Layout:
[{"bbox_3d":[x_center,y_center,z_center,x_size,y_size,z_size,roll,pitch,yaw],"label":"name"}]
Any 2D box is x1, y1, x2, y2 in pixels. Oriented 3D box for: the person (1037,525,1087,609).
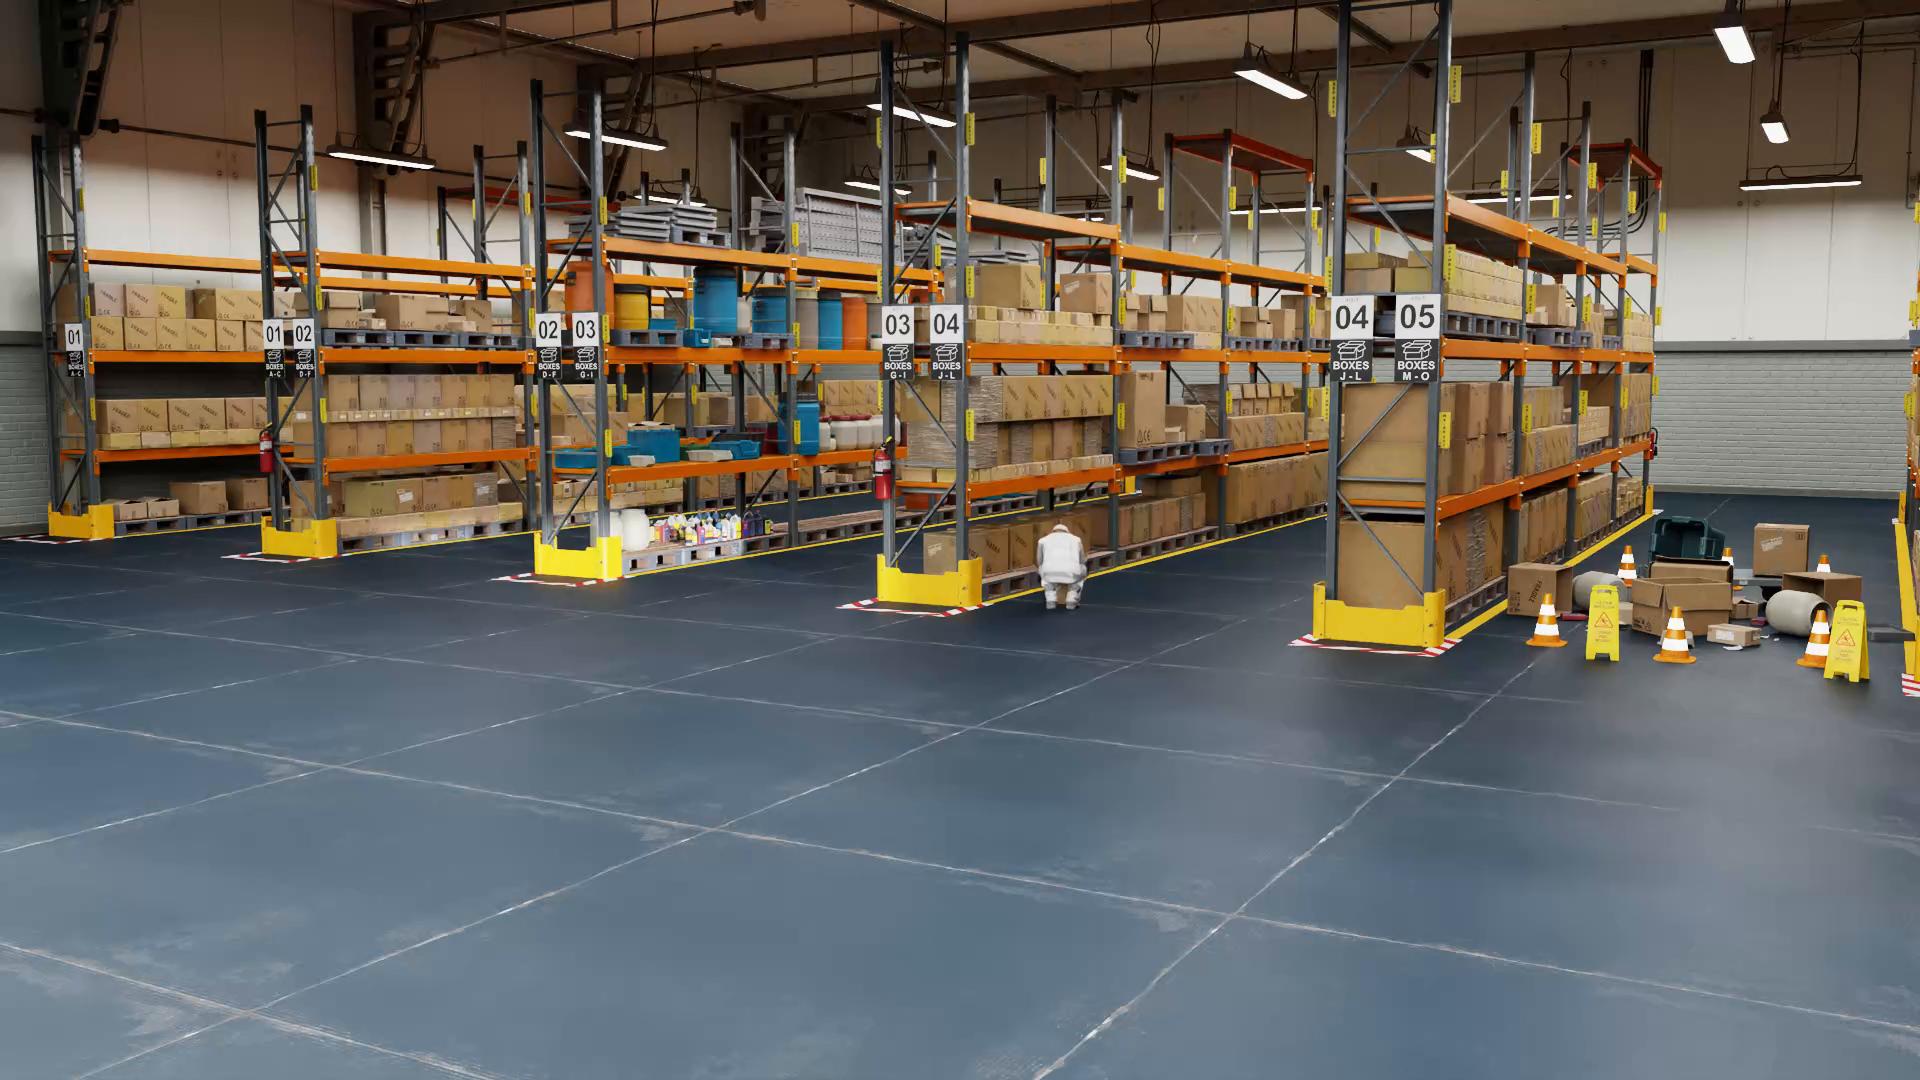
[{"bbox_3d":[1.086,0.310,17.777,0.549,0.890,0.891,1,6,10],"label":"person"}]
